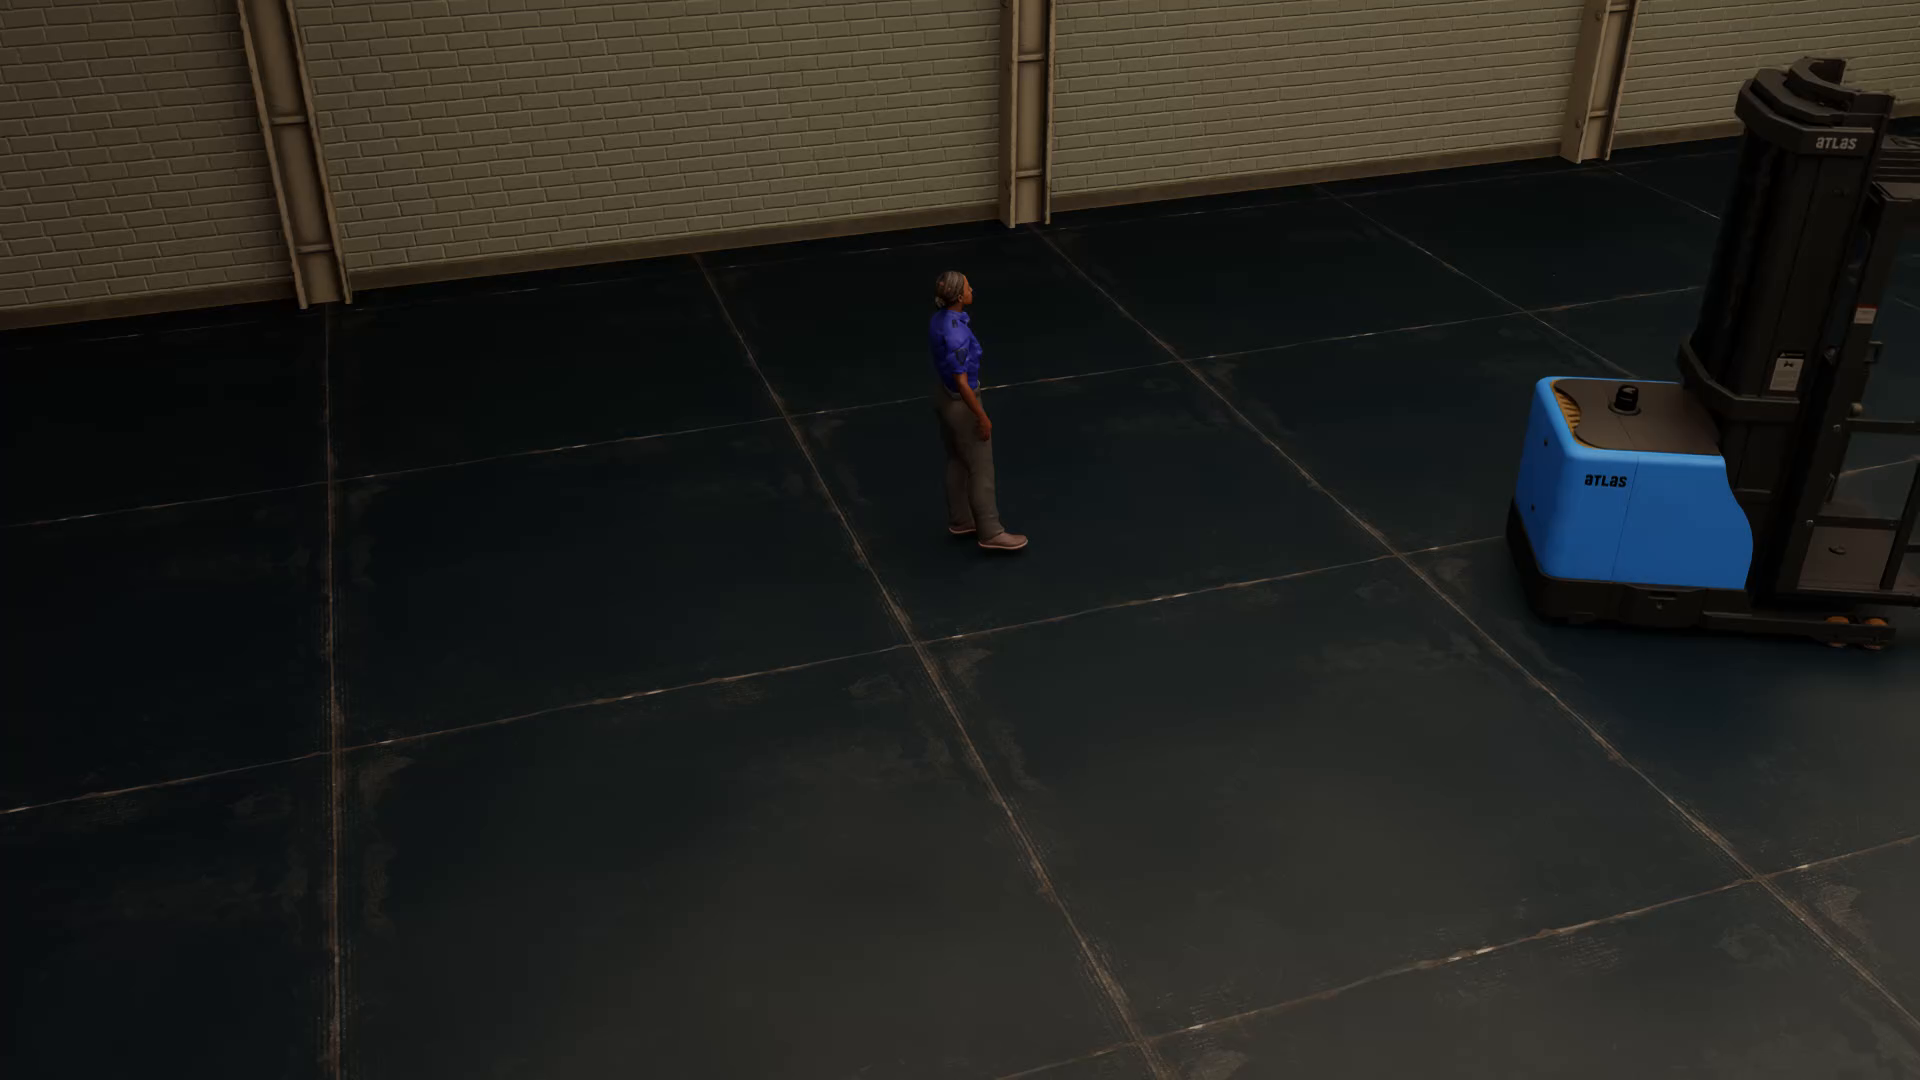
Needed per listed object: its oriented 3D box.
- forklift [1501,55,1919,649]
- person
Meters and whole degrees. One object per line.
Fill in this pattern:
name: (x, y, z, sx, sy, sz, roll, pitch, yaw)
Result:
forklift: (4.701, -0.961, 8.758, 3.031, 2.935, 1.130, 3, 30, 6)
person: (0.089, -0.762, 9.598, 0.504, 1.655, 0.569, -10, 31, -16)
